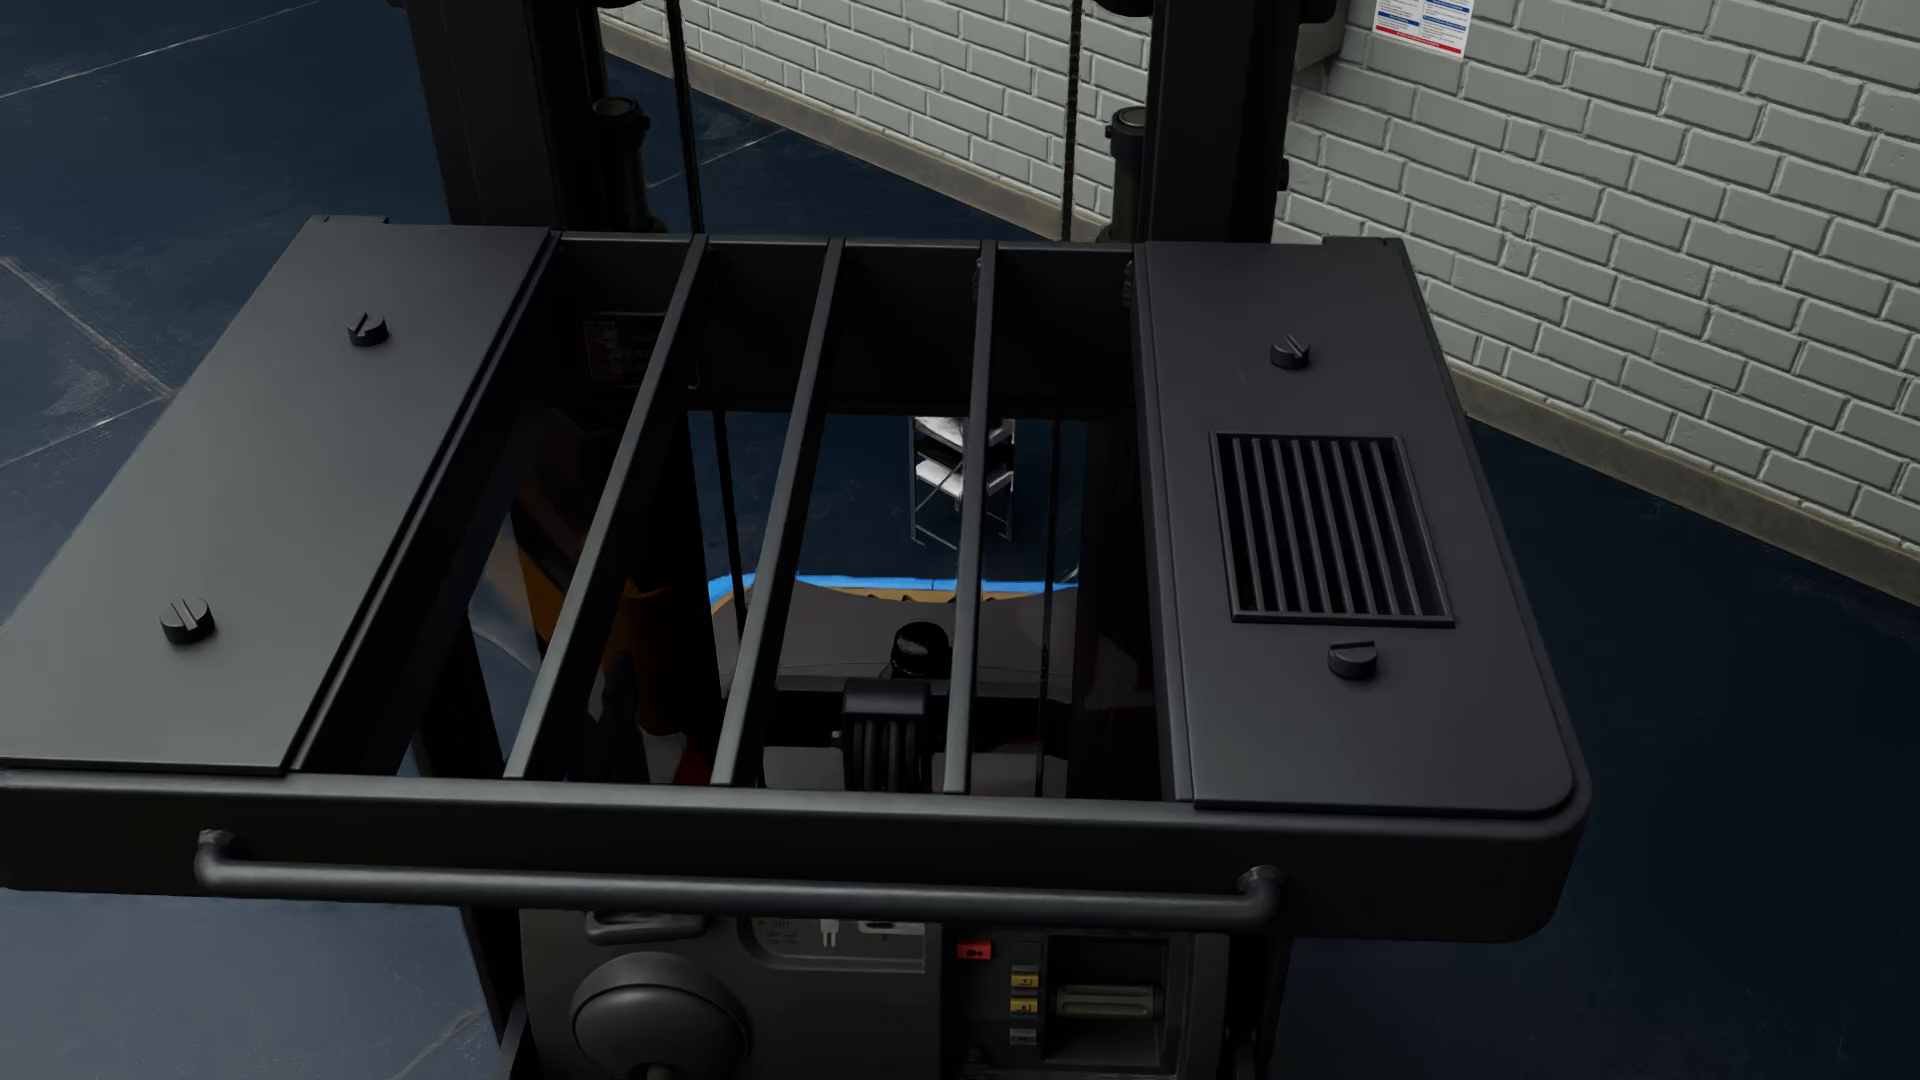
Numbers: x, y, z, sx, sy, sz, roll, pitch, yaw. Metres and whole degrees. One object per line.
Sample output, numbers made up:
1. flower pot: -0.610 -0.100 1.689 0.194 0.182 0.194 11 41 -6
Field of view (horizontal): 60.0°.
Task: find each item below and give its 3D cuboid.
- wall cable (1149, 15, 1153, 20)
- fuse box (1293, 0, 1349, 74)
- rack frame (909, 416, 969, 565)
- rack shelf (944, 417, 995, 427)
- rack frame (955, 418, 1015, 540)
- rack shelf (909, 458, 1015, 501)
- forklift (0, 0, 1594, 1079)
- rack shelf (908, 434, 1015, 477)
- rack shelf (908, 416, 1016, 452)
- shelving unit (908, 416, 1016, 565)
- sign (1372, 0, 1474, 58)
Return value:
1. wall cable: 0.553 -2.677 5.390 0.588 1.984 0.122 30 47 32
2. fuse box: 0.950 -1.416 5.656 0.539 1.711 0.414 30 47 32
3. rack frame: -0.063 -0.309 4.916 0.240 0.900 0.006 30 47 32
4. rack shelf: 0.005 -0.400 4.939 0.258 0.077 0.200 30 47 32
5. rack frame: 0.074 -0.403 5.033 0.240 0.900 0.006 30 47 32
6. rack shelf: 0.005 -0.189 5.107 0.258 0.077 0.200 30 47 32
7. forklift: -0.121 0.683 2.036 1.130 2.935 3.031 2 39 2
8. rack shelf: 0.005 -0.259 5.051 0.258 0.077 0.200 30 47 32
9. rack shelf: 0.005 -0.330 4.995 0.258 0.077 0.200 30 47 32
10. shelving unit: 0.005 -0.356 4.975 0.258 0.900 0.210 30 47 32
11. sign: 1.455 -1.771 5.143 0.329 0.494 0.001 30 47 32
